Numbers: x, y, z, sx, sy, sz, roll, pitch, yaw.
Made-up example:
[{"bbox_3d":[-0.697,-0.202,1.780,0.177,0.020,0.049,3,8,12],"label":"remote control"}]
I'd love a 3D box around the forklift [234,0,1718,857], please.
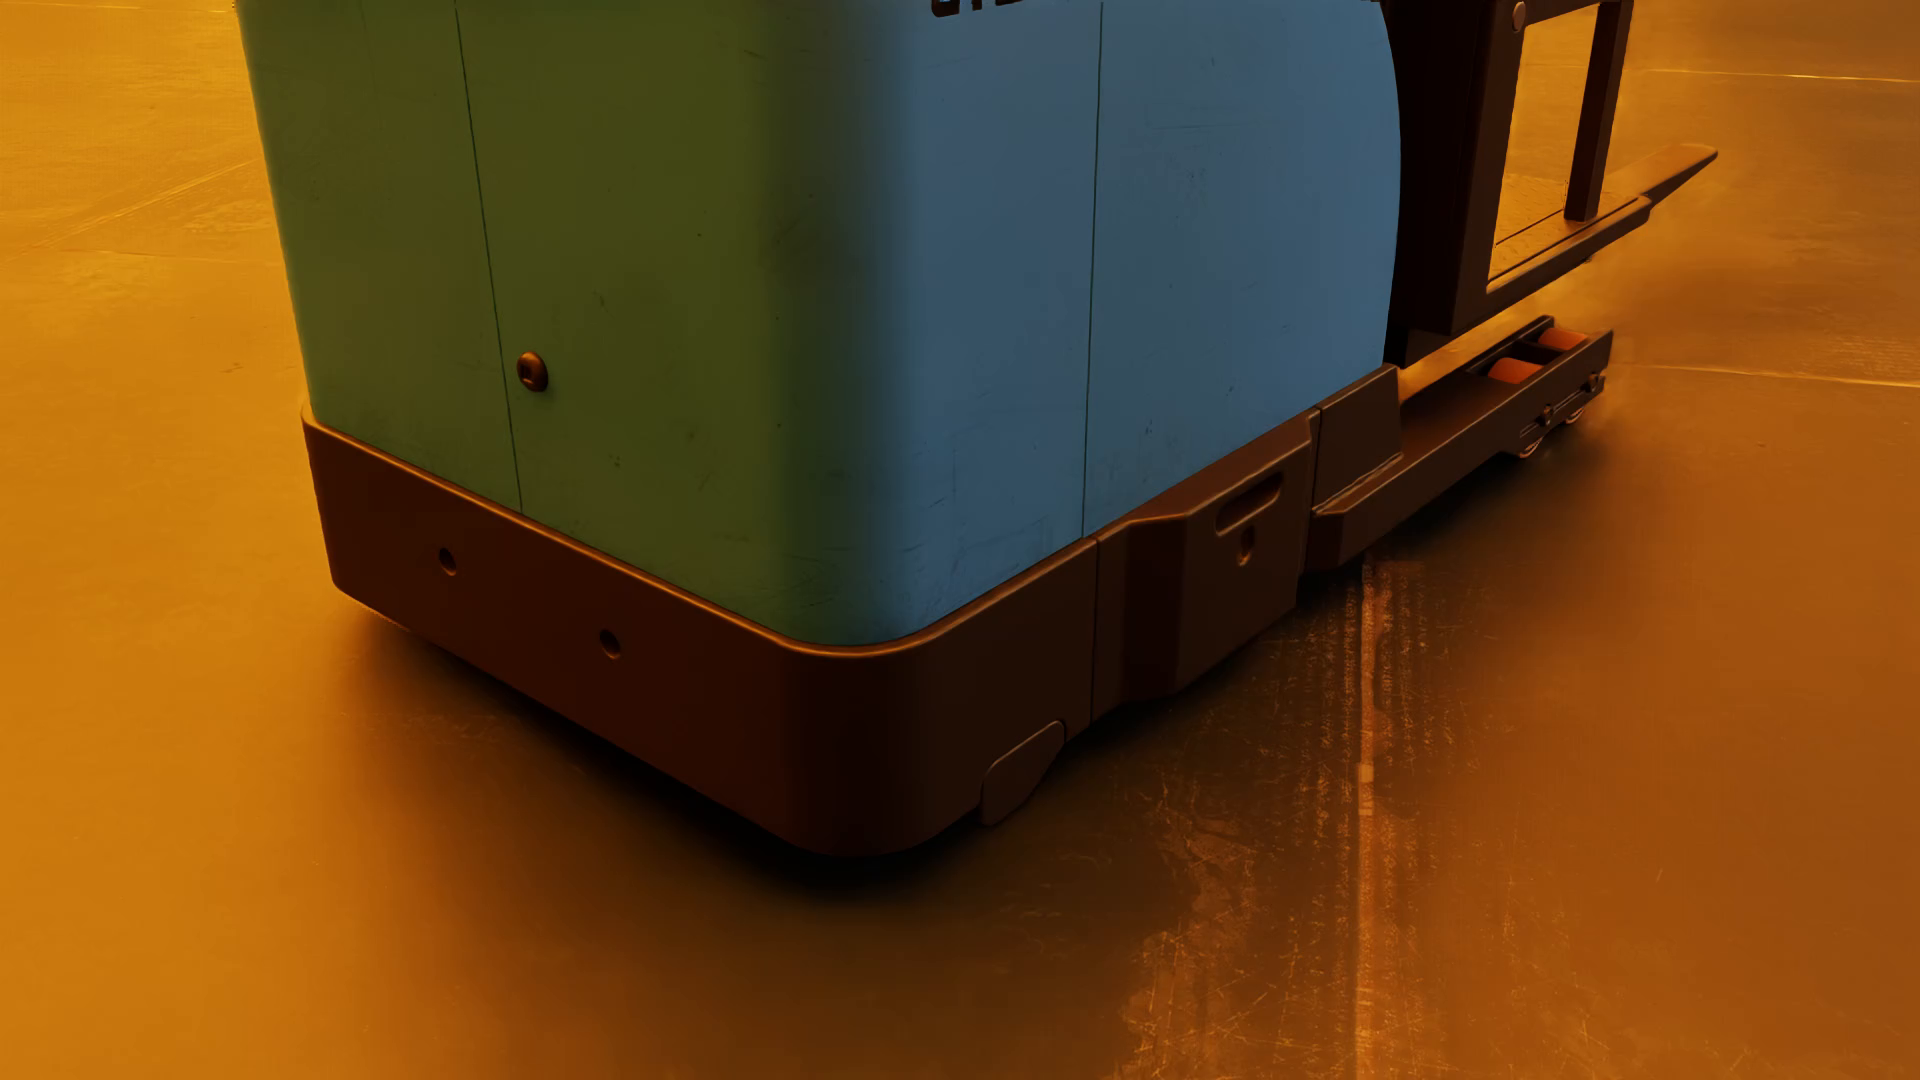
[{"bbox_3d":[0.481,-1.573,2.365,1.130,2.935,3.031,21,33,35],"label":"forklift"}]
